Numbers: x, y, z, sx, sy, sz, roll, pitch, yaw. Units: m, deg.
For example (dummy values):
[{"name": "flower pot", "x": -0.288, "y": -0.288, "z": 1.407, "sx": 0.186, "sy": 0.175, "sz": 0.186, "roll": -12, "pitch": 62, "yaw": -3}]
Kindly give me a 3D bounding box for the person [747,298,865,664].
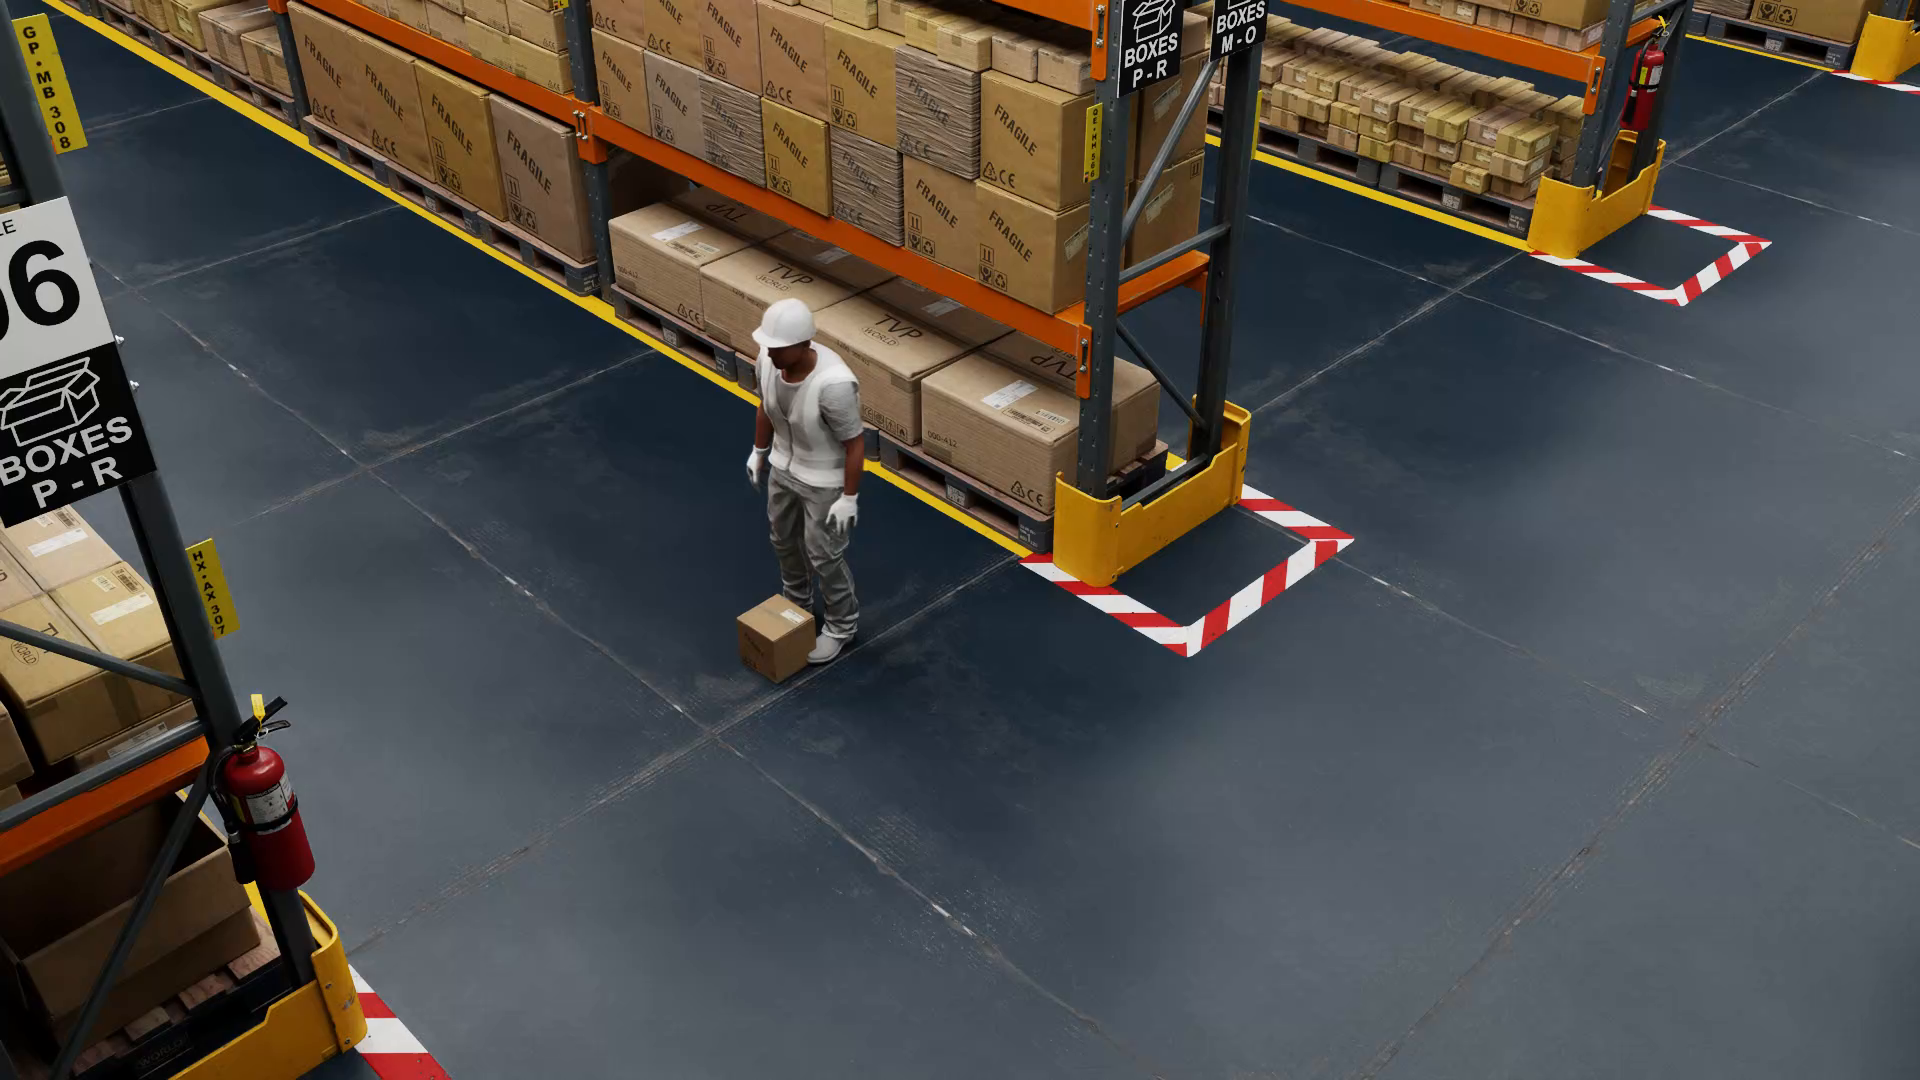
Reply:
[{"name": "person", "x": -0.670, "y": -0.270, "z": 7.241, "sx": 0.633, "sy": 1.775, "sz": 0.448, "roll": 28, "pitch": 44, "yaw": 34}]
